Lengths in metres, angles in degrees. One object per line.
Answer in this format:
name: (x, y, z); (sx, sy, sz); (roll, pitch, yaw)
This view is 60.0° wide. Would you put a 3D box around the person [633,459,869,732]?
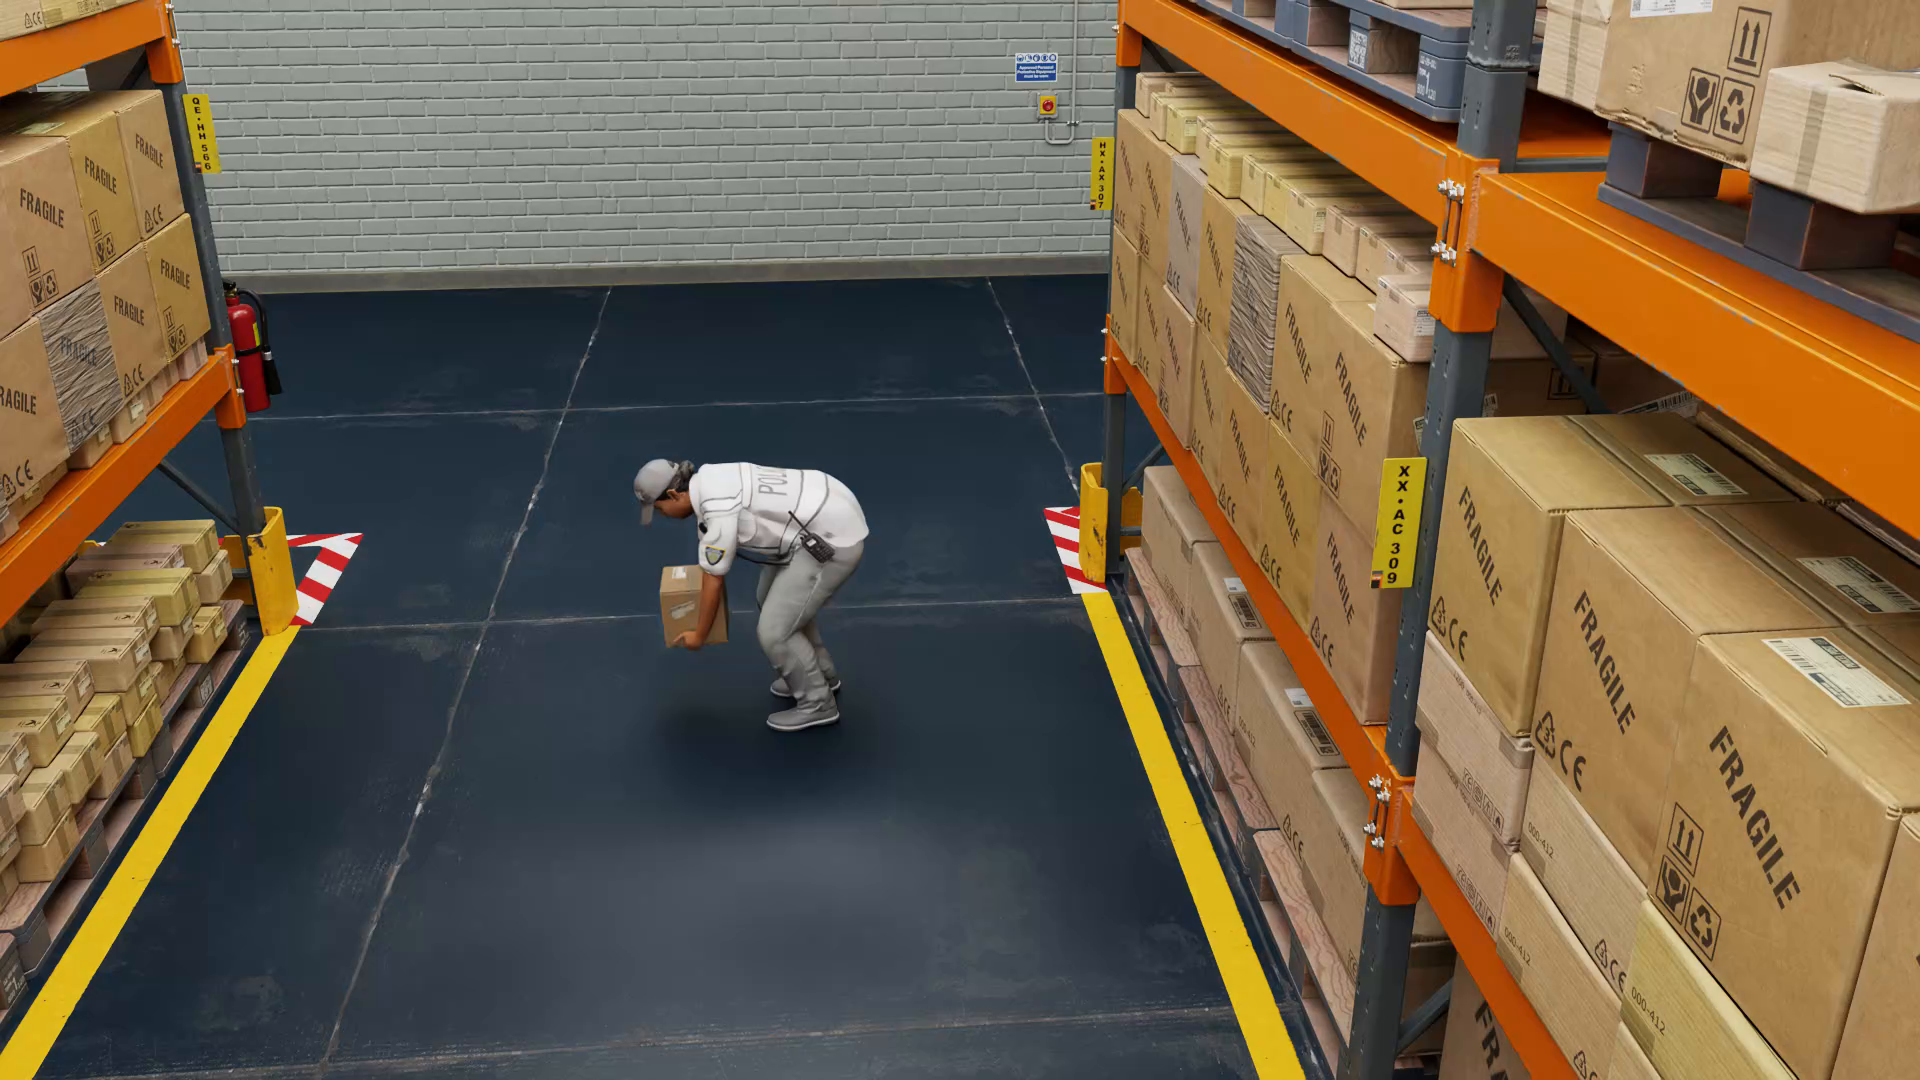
person: (-0.831, 0.193, 6.800); (0.922, 1.153, 0.492); (-3, 24, -7)
